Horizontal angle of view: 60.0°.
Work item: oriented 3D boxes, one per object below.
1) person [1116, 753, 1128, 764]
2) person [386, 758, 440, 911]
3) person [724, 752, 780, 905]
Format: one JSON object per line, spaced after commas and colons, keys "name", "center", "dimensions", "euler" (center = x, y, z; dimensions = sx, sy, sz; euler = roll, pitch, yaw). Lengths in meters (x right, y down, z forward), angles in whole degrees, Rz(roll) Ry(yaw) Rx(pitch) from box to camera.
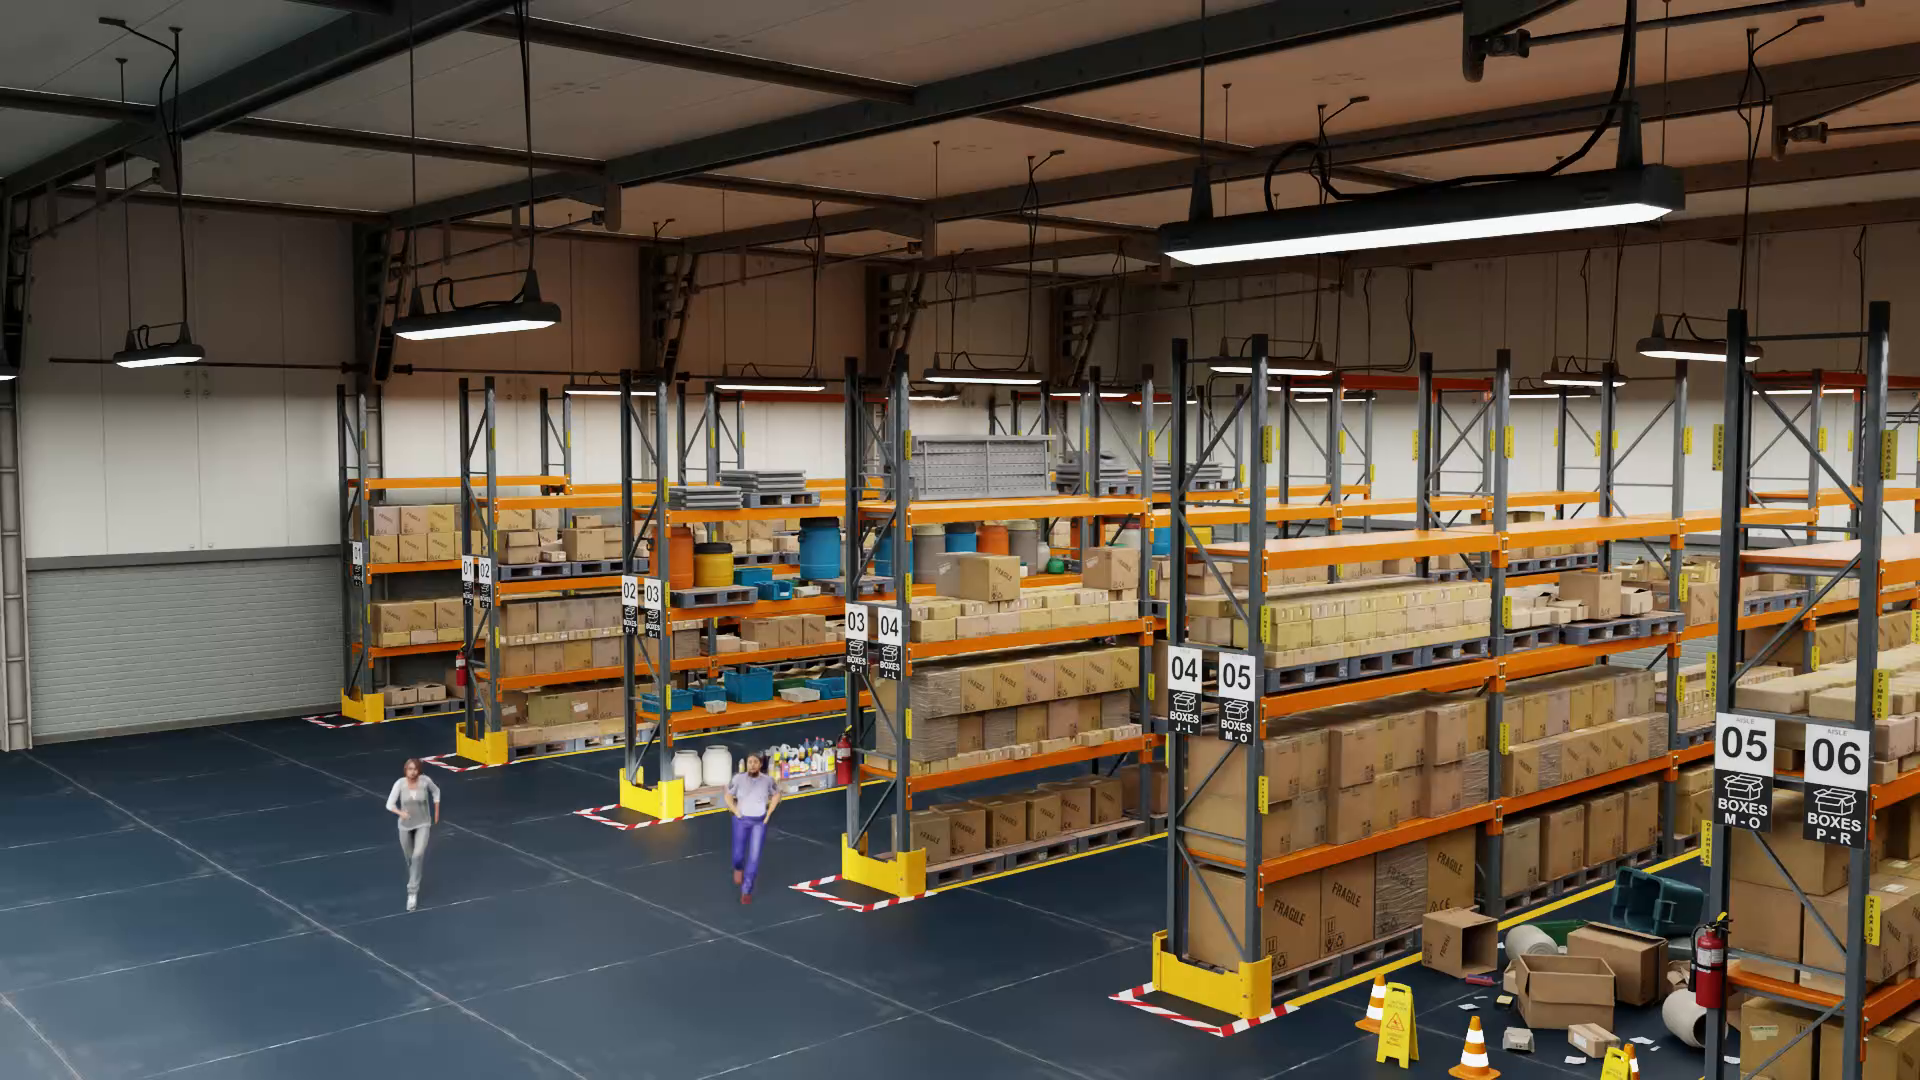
{"name": "person", "center": [2.705, 2.570, 25.961], "dimensions": [0.666, 1.843, 0.782], "euler": [3, 5, 37]}
{"name": "person", "center": [-5.997, 3.175, 18.270], "dimensions": [0.563, 1.585, 0.902], "euler": [-1, 4, -16]}
{"name": "person", "center": [-2.303, 3.158, 18.457], "dimensions": [0.611, 1.635, 0.757], "euler": [0, 4, -4]}
